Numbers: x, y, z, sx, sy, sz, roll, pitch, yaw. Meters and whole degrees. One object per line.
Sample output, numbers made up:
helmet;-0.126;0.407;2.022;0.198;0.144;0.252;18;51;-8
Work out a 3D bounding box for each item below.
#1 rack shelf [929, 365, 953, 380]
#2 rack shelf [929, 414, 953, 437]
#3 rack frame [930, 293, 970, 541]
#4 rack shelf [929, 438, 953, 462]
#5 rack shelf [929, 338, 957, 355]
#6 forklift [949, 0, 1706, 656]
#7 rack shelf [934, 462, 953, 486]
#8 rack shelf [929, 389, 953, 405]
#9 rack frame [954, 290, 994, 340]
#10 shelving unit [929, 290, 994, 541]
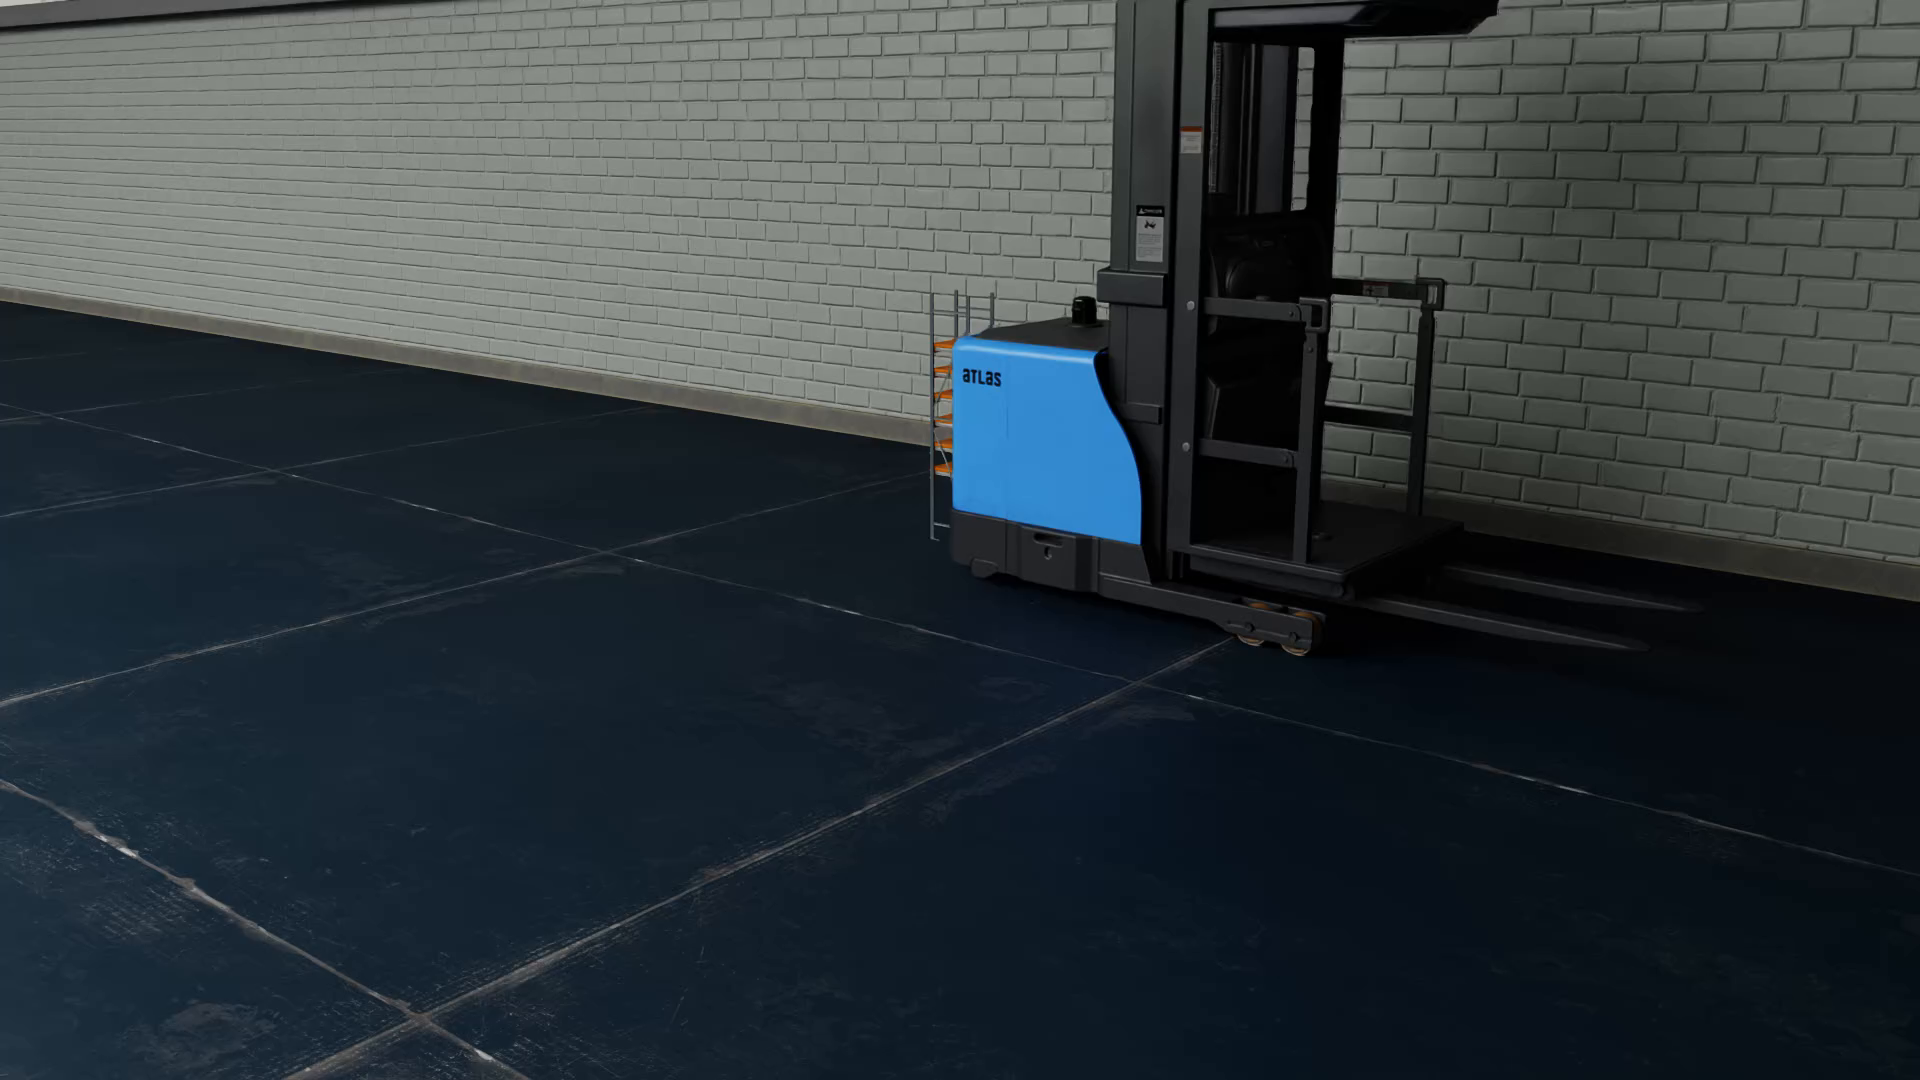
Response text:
rack shelf;0.009;-0.774;7.938;0.258;0.103;0.180;11;18;38
rack shelf;0.009;-0.541;7.997;0.258;0.103;0.180;11;18;38
rack frame;-0.048;-0.567;7.917;0.240;1.200;0.006;11;18;38
rack shelf;0.009;-0.425;8.027;0.258;0.103;0.180;11;18;38
rack shelf;0.009;-0.890;7.908;0.258;0.103;0.180;11;18;38
forklift;1.410;-1.124;6.593;3.031;2.935;1.130;12;18;38
rack shelf;0.009;-0.309;8.056;0.258;0.103;0.180;11;18;38
rack shelf;0.009;-0.658;7.968;0.258;0.103;0.180;11;18;38
rack frame;0.067;-0.602;8.055;0.240;1.200;0.006;11;18;38
shelving unit;0.009;-0.584;7.986;0.258;1.200;0.189;11;18;38
